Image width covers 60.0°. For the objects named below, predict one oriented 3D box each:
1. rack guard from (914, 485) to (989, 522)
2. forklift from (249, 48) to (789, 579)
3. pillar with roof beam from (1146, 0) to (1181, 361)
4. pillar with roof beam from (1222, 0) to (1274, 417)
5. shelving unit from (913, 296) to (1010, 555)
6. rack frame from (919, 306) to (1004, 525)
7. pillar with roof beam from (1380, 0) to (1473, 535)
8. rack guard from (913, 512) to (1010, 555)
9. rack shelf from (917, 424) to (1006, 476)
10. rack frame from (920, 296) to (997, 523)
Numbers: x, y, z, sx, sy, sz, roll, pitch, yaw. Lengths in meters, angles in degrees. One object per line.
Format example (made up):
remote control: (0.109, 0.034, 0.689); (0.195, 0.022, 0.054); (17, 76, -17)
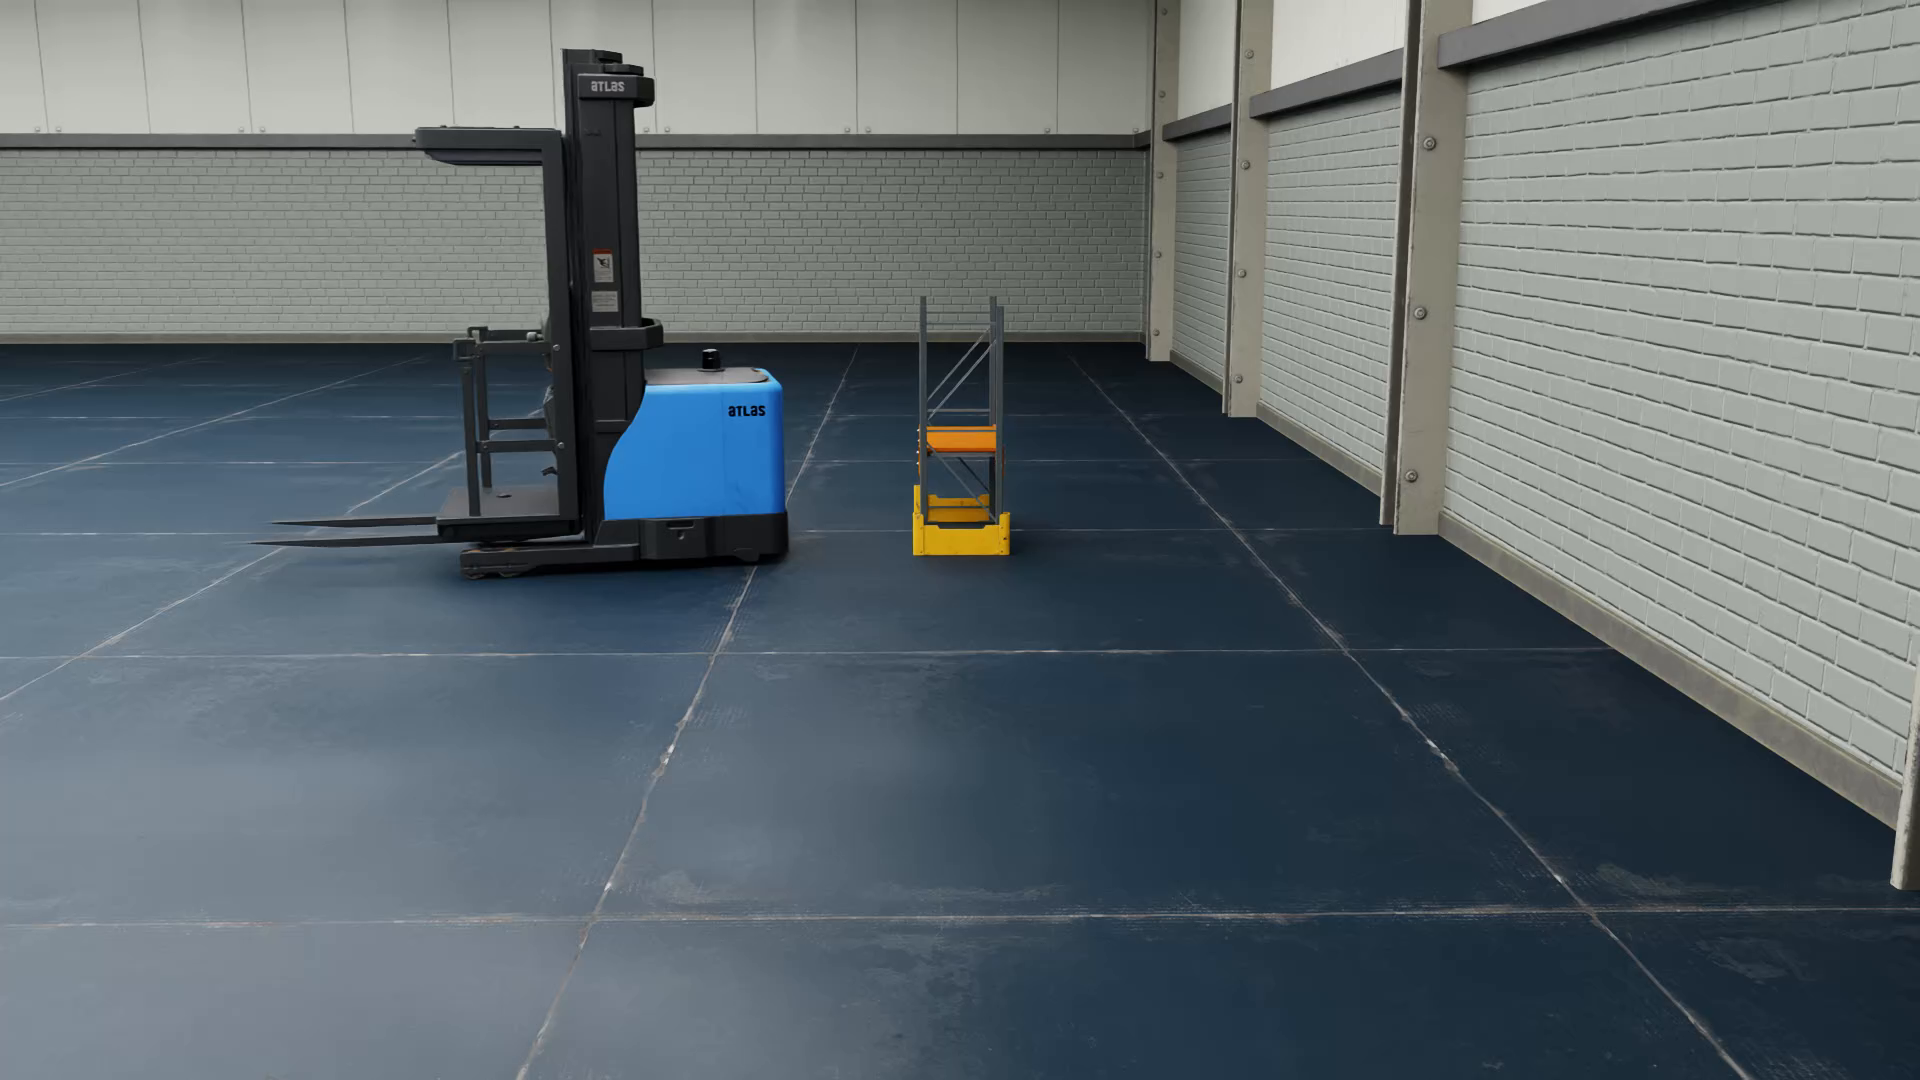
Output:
rack guard: (-0.012, -0.237, 11.097); (0.587, 0.250, 0.087); (0, 11, -1)
forklift: (-2.592, -1.329, 9.739); (3.031, 2.935, 1.130); (-2, 12, -12)
pillar with roof beam: (-1.590, -6.853, 21.705); (9.100, 9.000, 0.400); (0, 11, -1)
pillar with roof beam: (-1.466, -5.660, 15.826); (9.100, 9.000, 0.400); (0, 11, -1)
shelving unit: (-0.002, -0.750, 10.485); (0.587, 1.500, 1.083); (0, 11, -1)
rack frame: (0.009, -0.651, 9.995); (0.500, 1.500, 0.032); (0, 11, -1)
pillar with roof beam: (-1.342, -4.467, 9.947); (9.100, 9.000, 0.400); (0, 11, -1)
rack guard: (0.009, -0.039, 10.121); (0.587, 0.250, 0.087); (0, 11, -1)
rack shelf: (-0.002, -0.576, 10.529); (0.538, 0.185, 1.000); (0, 11, -1)
rack frame: (-0.012, -0.853, 10.992); (0.500, 1.500, 0.032); (0, 11, -1)
